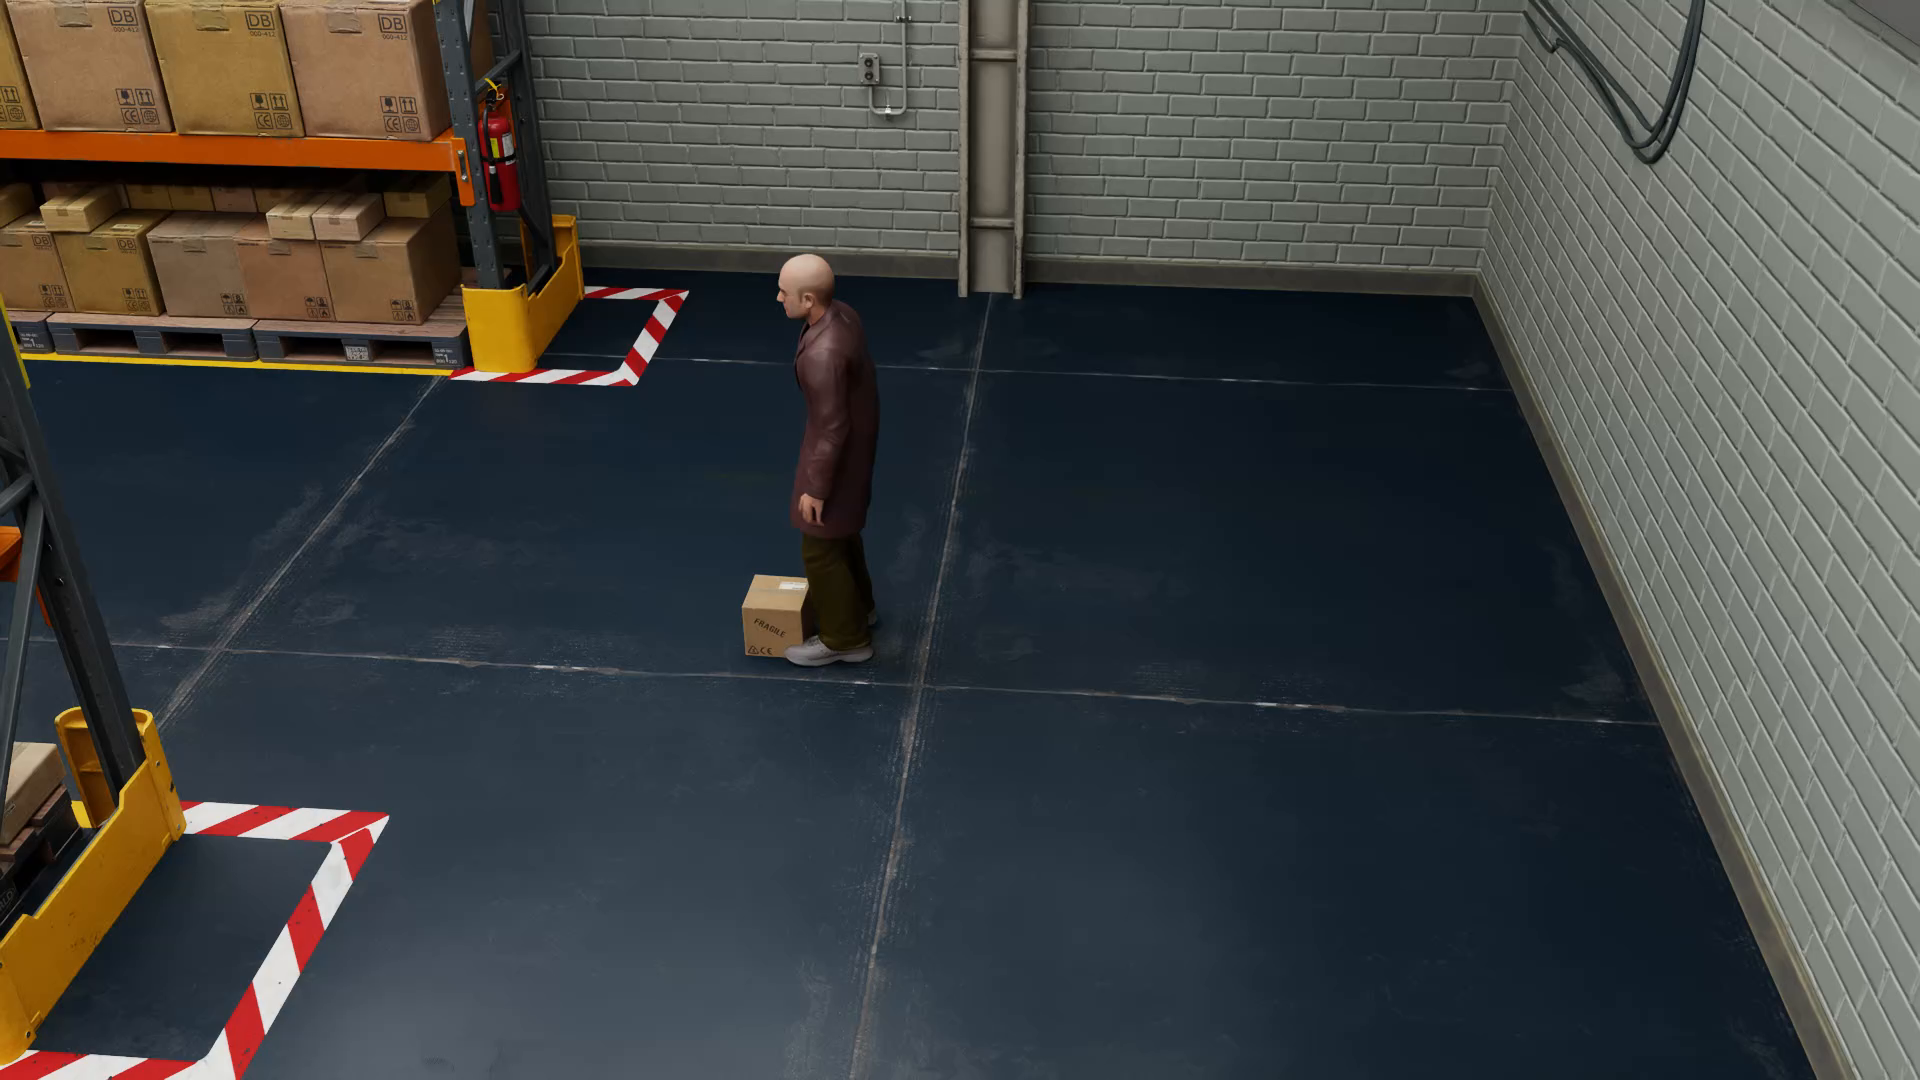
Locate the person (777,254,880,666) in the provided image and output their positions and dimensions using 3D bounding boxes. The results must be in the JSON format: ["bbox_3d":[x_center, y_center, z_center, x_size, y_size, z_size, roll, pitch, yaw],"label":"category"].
[{"bbox_3d":[-0.525,-0.310,6.654,0.420,1.774,0.654,1,32,1],"label":"person"}]
